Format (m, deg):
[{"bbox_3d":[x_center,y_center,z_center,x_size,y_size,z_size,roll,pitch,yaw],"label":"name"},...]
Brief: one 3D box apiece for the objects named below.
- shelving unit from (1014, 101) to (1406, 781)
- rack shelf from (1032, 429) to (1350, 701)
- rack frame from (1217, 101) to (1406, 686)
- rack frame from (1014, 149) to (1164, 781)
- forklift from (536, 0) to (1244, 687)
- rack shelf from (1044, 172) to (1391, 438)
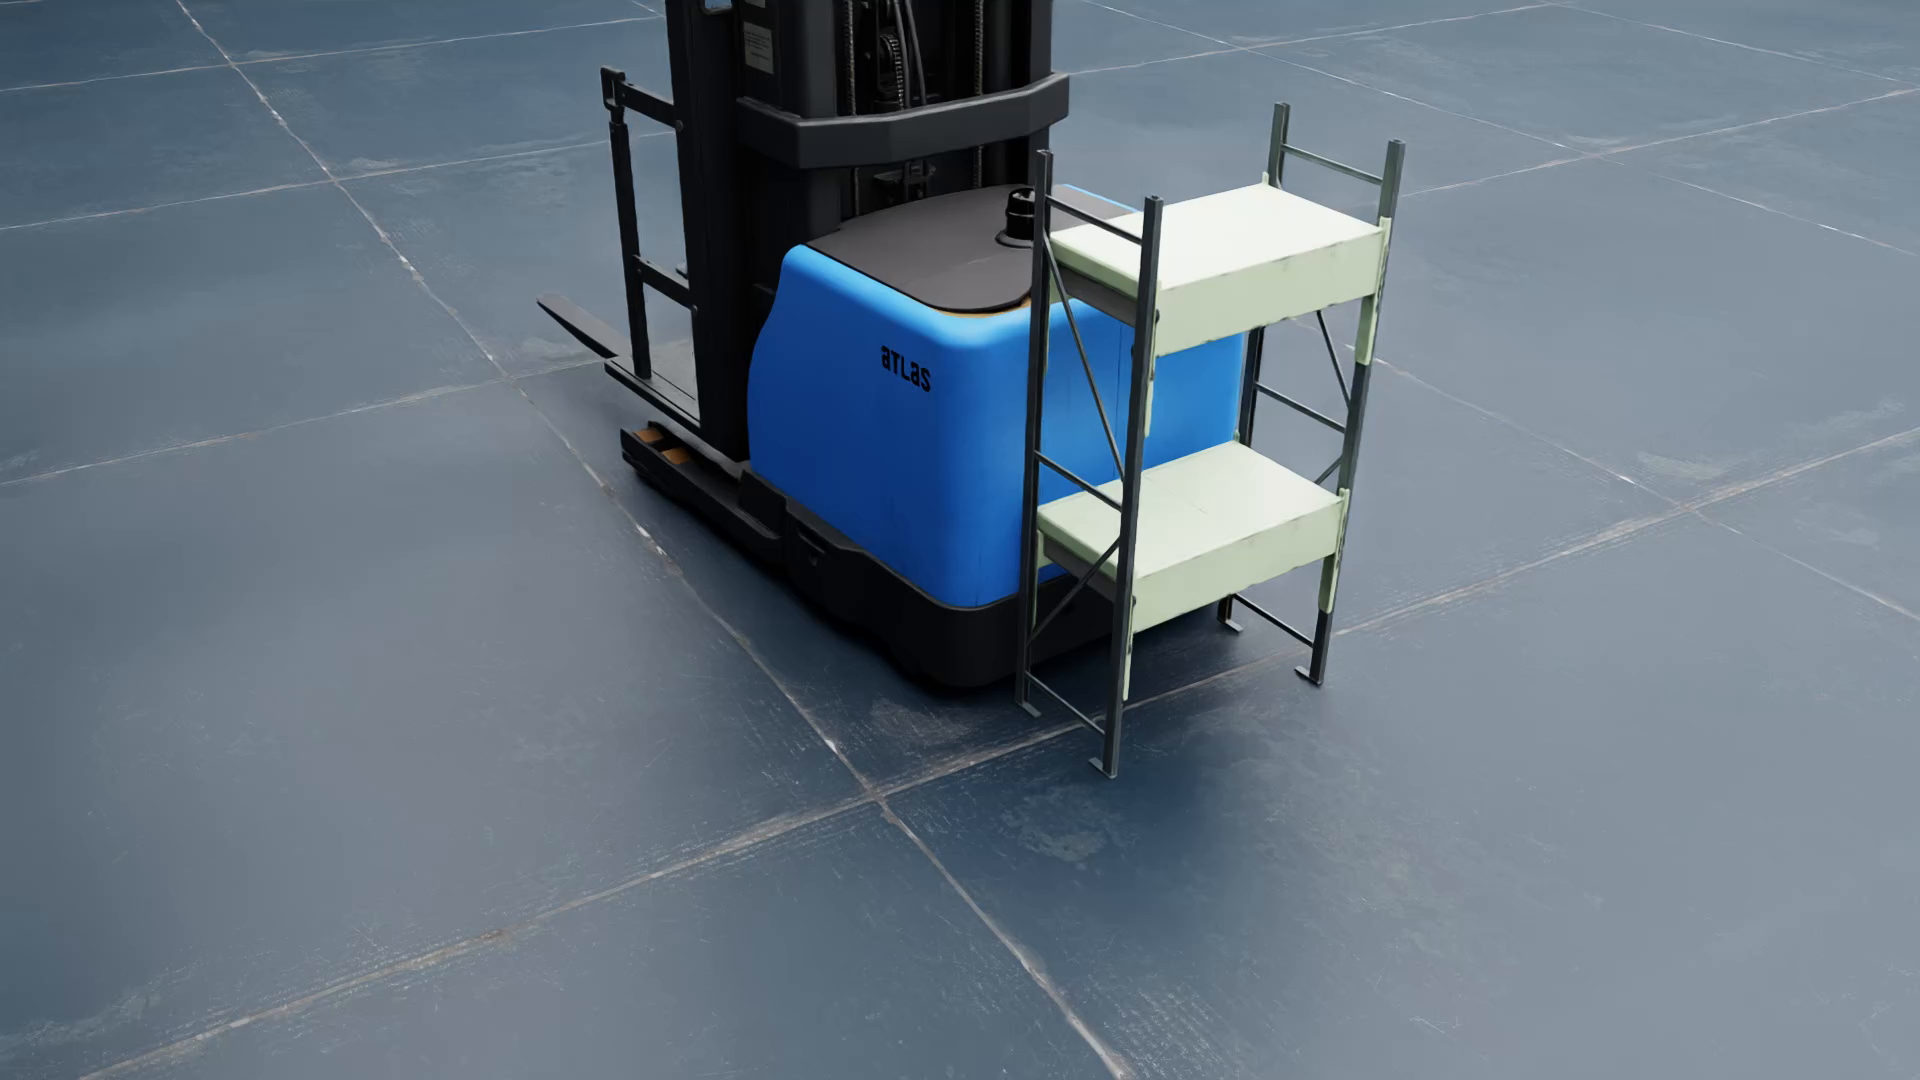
[{"bbox_3d":[0.581,-0.236,4.111,0.755,1.500,0.431,-19,36,-30],"label":"shelving unit"},{"bbox_3d":[0.575,0.046,4.275,0.720,0.370,0.431,-19,36,-30],"label":"rack shelf"},{"bbox_3d":[0.879,-0.338,4.296,0.023,1.500,0.400,-19,36,-30],"label":"rack frame"},{"bbox_3d":[0.282,-0.133,3.926,0.023,1.500,0.400,-19,36,-30],"label":"rack frame"},{"bbox_3d":[-0.489,-1.548,5.021,1.130,2.935,3.031,-20,35,-31],"label":"forklift"},{"bbox_3d":[0.587,-0.573,3.915,0.720,0.370,0.431,-19,36,-30],"label":"rack shelf"}]
